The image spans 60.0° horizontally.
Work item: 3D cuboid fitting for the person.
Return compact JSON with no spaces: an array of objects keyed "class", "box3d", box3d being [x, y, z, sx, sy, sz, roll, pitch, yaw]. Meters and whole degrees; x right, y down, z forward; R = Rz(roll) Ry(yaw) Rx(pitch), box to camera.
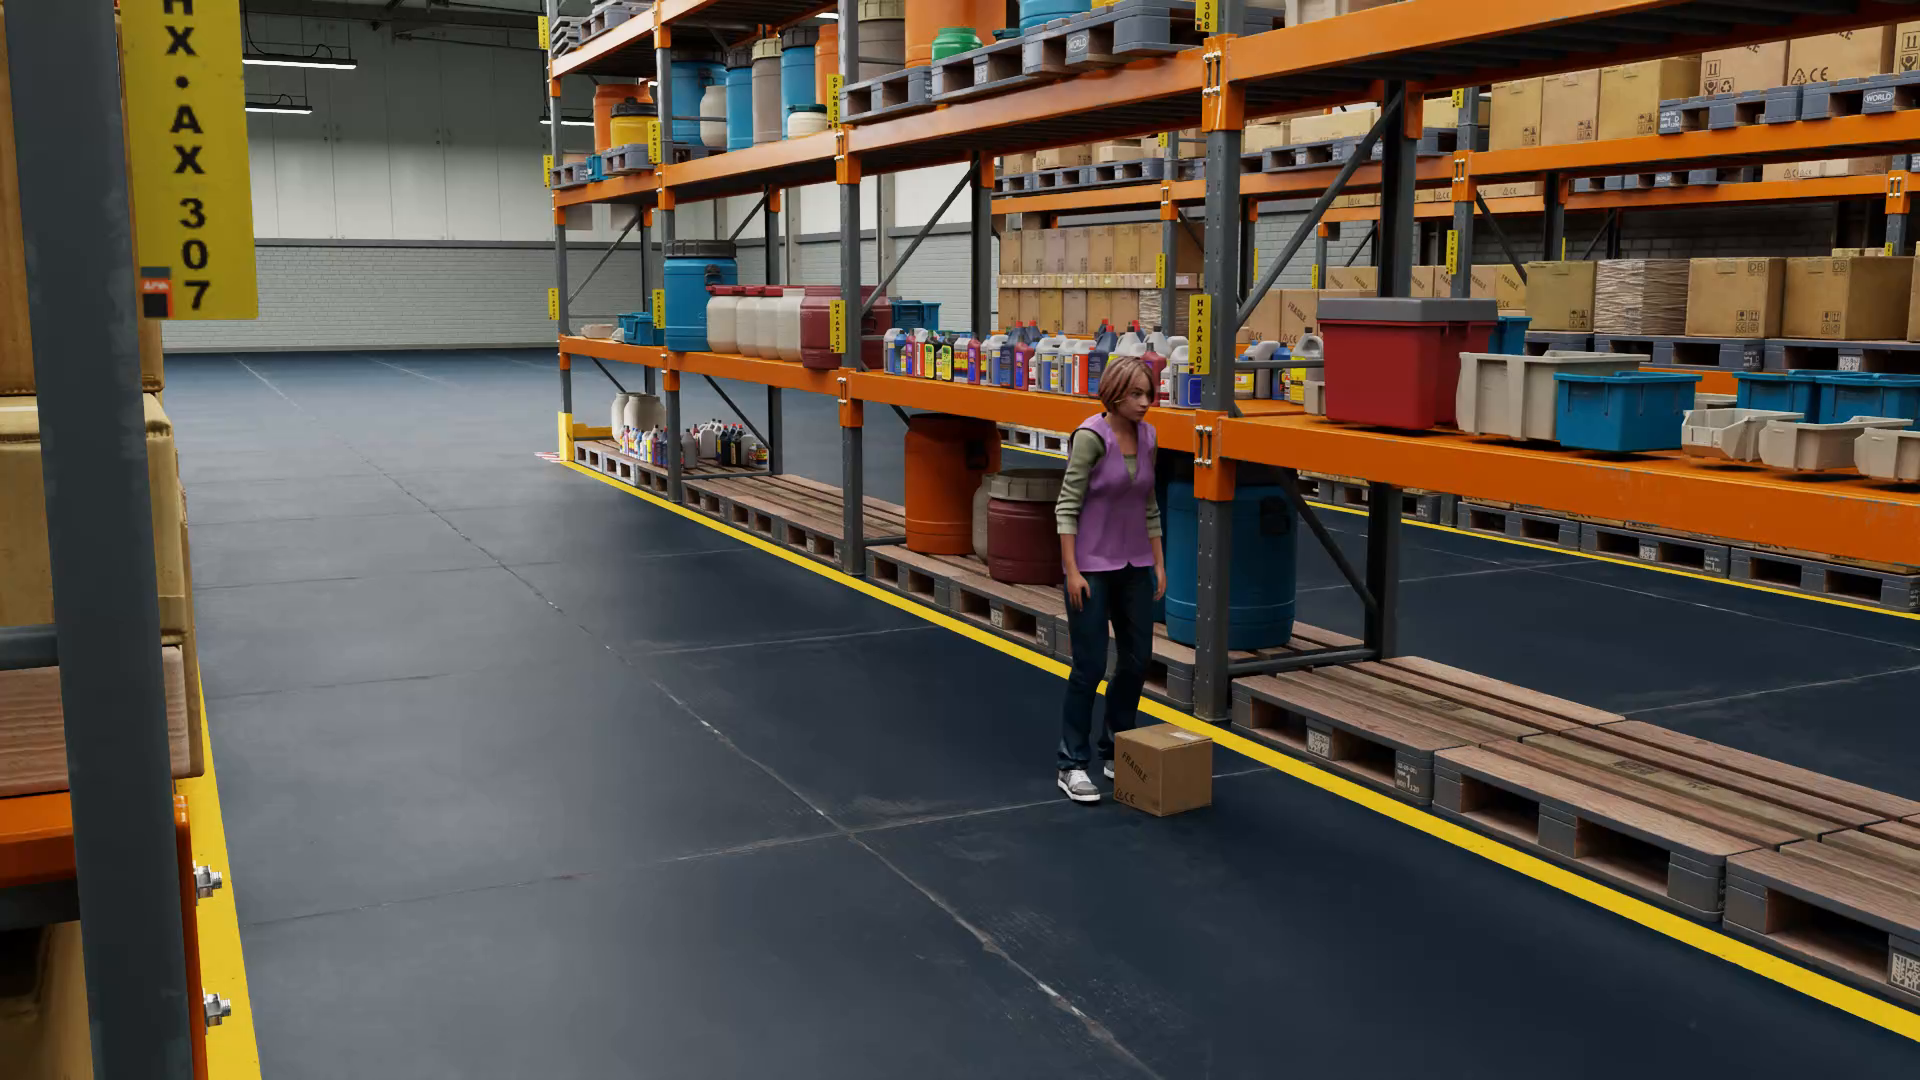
[{"class":"person","box3d":[0.552,0.127,6.062,0.463,1.593,0.343,-6,10,-33]}]
